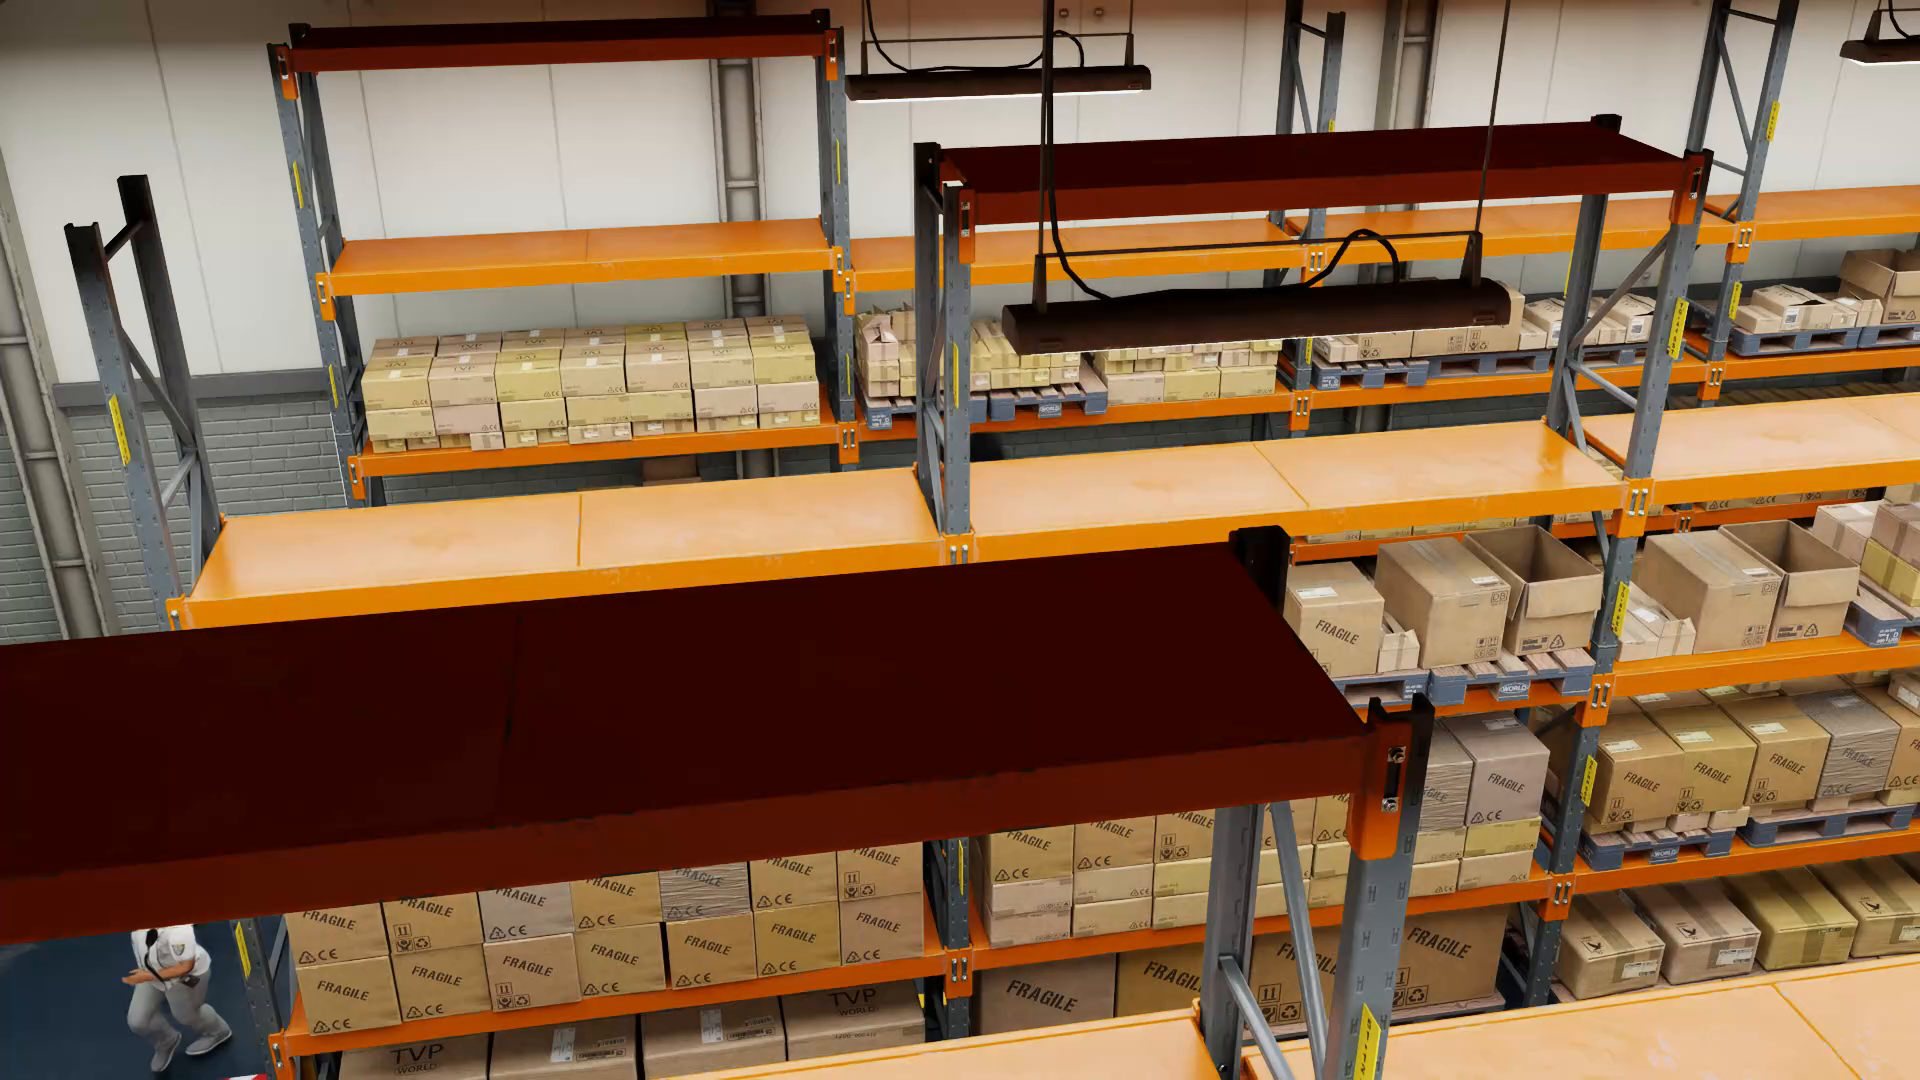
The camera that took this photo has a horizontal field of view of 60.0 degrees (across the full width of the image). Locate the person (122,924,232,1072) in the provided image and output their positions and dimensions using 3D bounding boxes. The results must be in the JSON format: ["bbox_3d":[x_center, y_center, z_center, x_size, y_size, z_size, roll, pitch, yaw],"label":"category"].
[{"bbox_3d":[-5.045,2.795,10.674,0.649,1.676,0.633,15,30,29],"label":"person"}]
